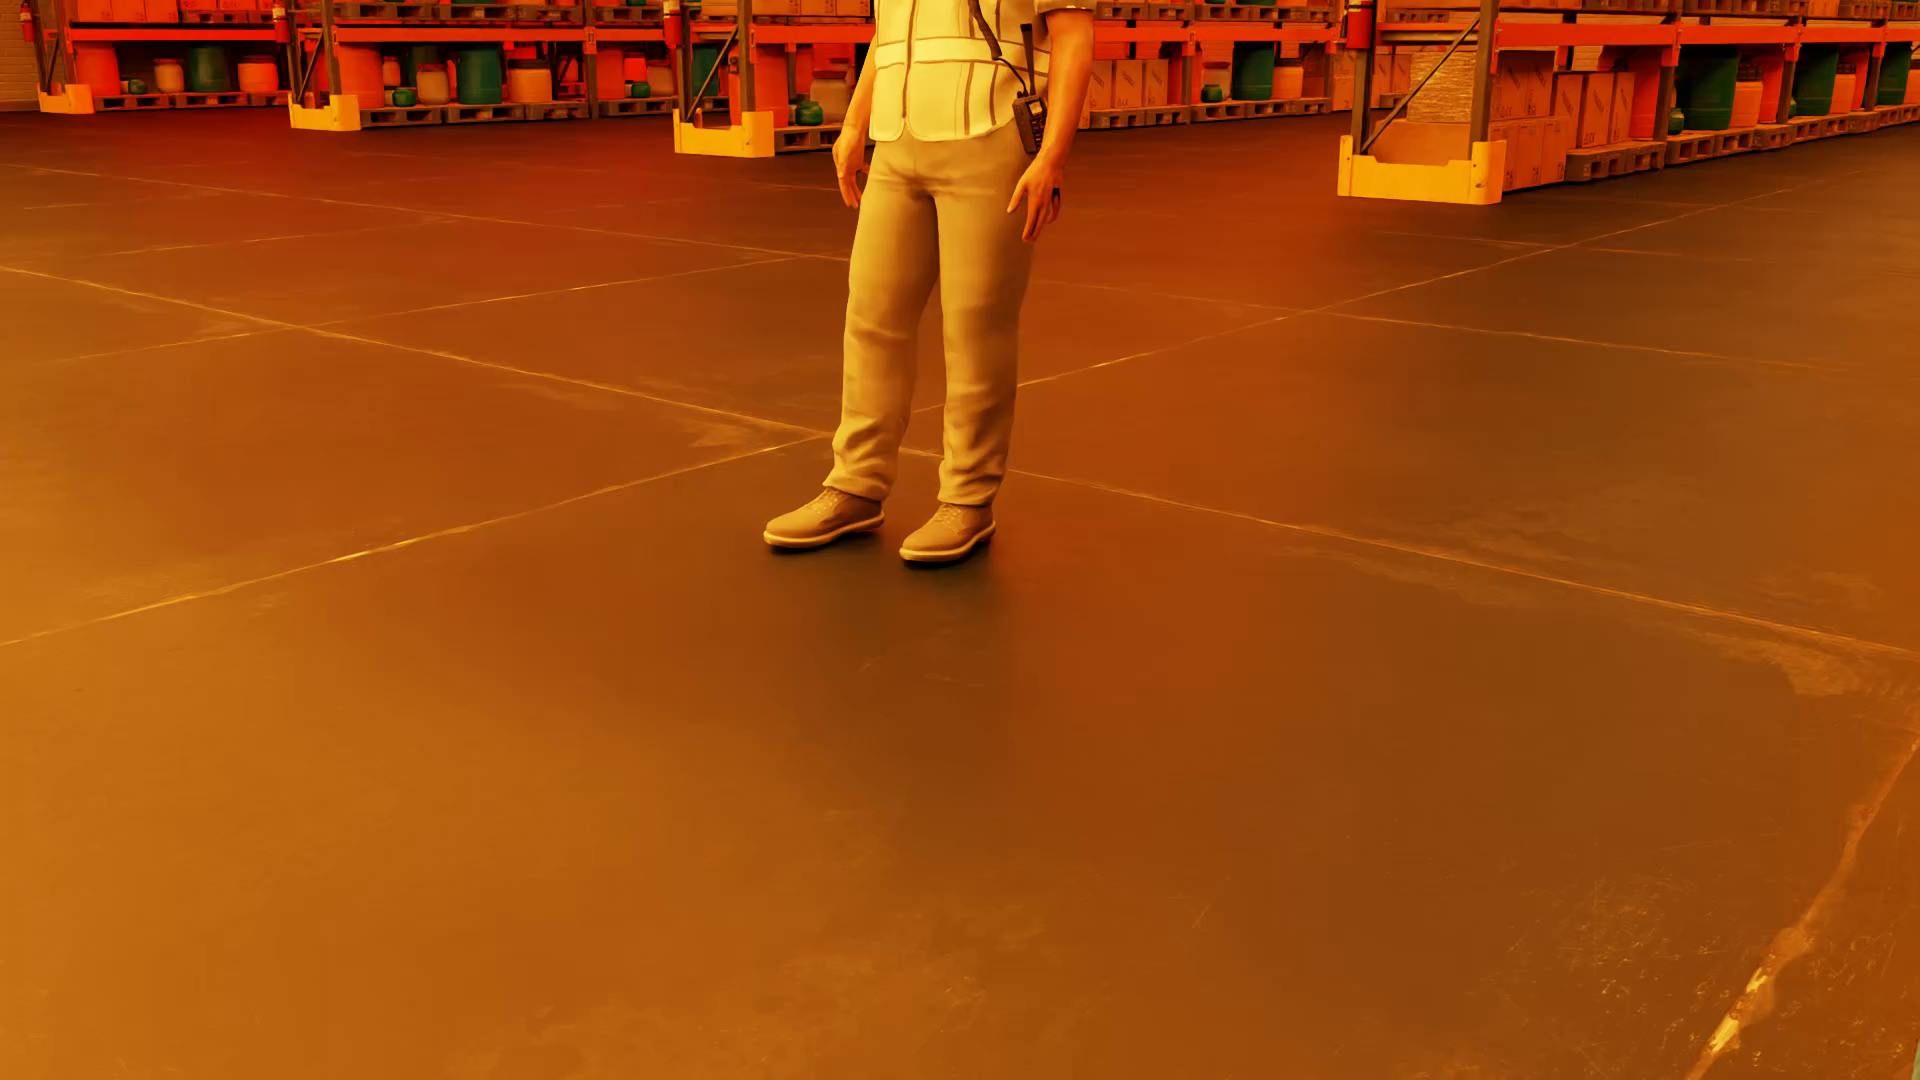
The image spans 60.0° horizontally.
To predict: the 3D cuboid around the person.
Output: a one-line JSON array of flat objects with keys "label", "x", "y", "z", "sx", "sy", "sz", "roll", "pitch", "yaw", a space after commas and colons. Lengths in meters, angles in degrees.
[{"label": "person", "x": -0.059, "y": -0.845, "z": 3.630, "sx": 0.641, "sy": 1.780, "sz": 0.574, "roll": 13, "pitch": 21, "yaw": 37}]
